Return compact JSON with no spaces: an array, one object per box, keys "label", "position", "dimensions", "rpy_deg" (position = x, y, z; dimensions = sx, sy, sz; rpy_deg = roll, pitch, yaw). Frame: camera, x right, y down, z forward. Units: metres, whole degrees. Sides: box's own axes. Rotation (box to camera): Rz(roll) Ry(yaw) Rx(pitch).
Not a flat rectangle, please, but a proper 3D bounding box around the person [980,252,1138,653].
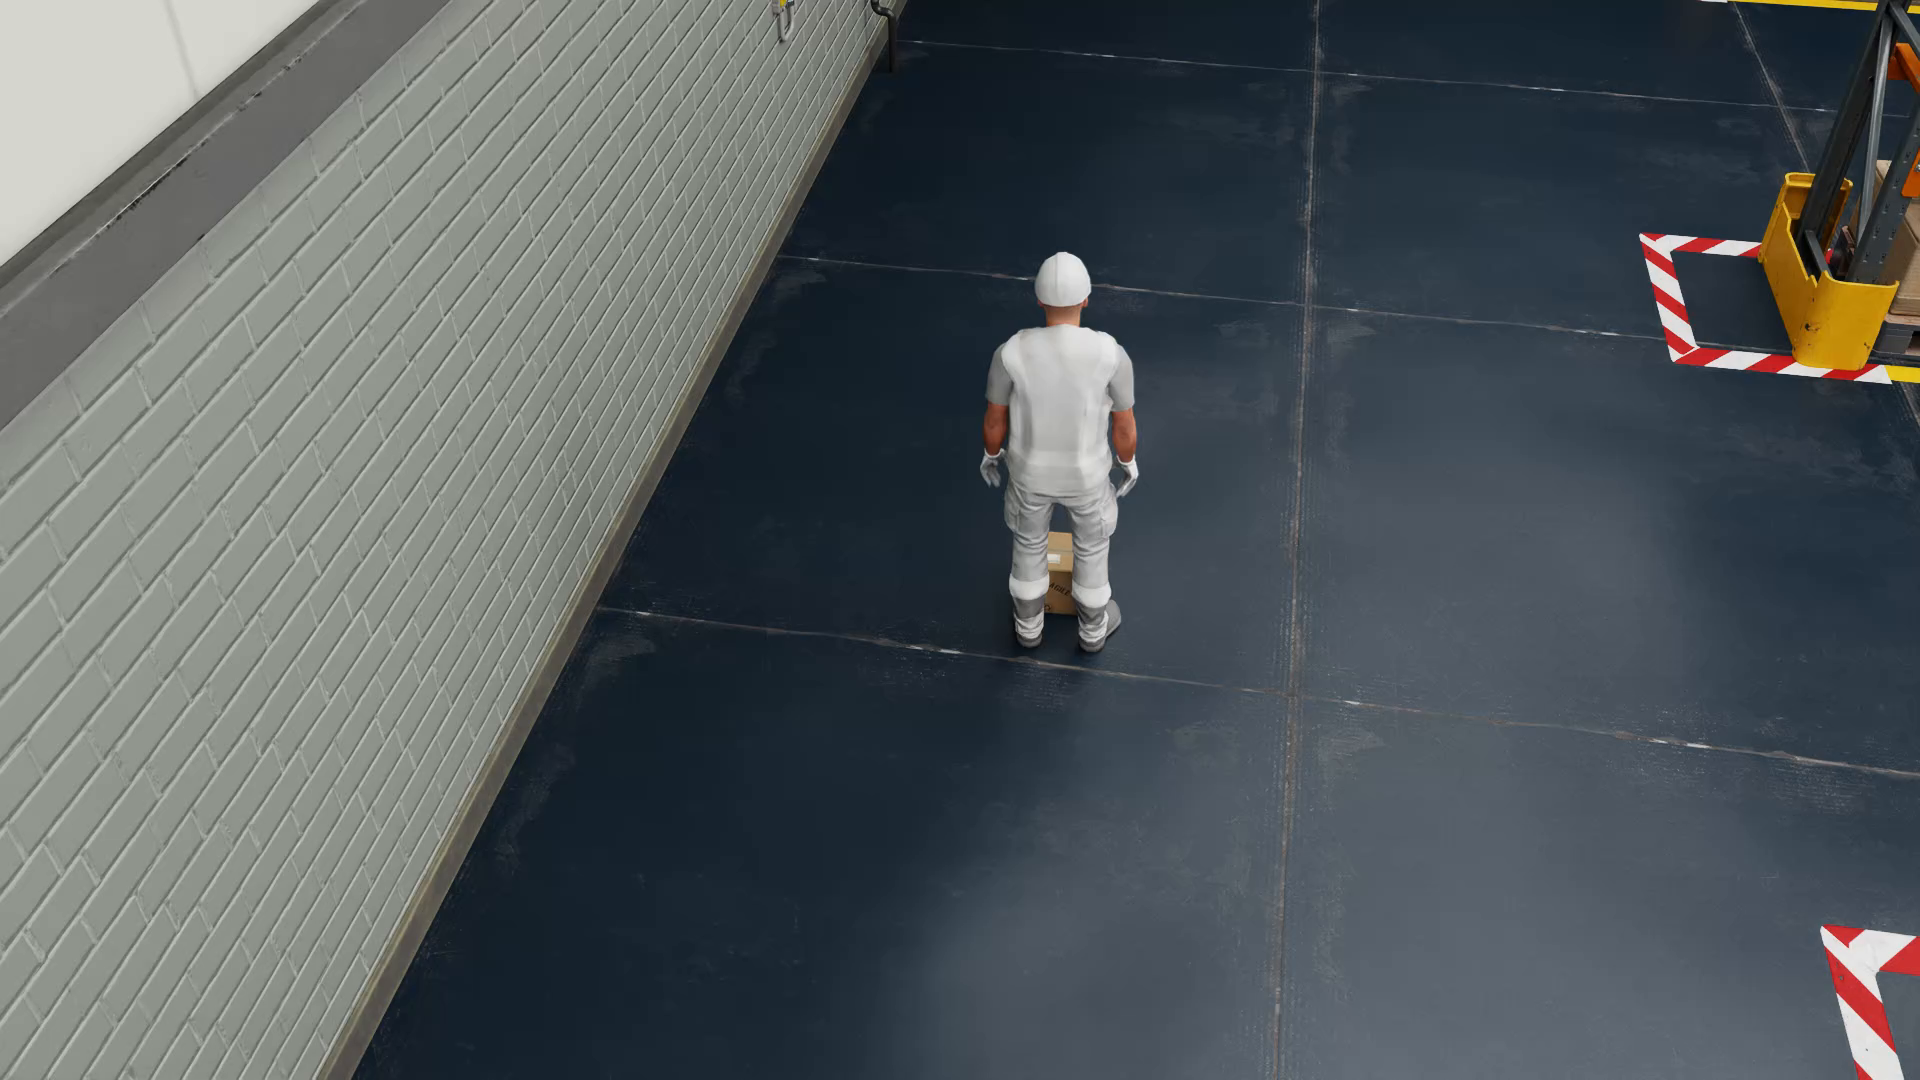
[{"label":"person","position":[0.387,-0.298,6.497],"dimensions":[0.622,1.781,0.445],"rpy_deg":[5,40,6]}]
